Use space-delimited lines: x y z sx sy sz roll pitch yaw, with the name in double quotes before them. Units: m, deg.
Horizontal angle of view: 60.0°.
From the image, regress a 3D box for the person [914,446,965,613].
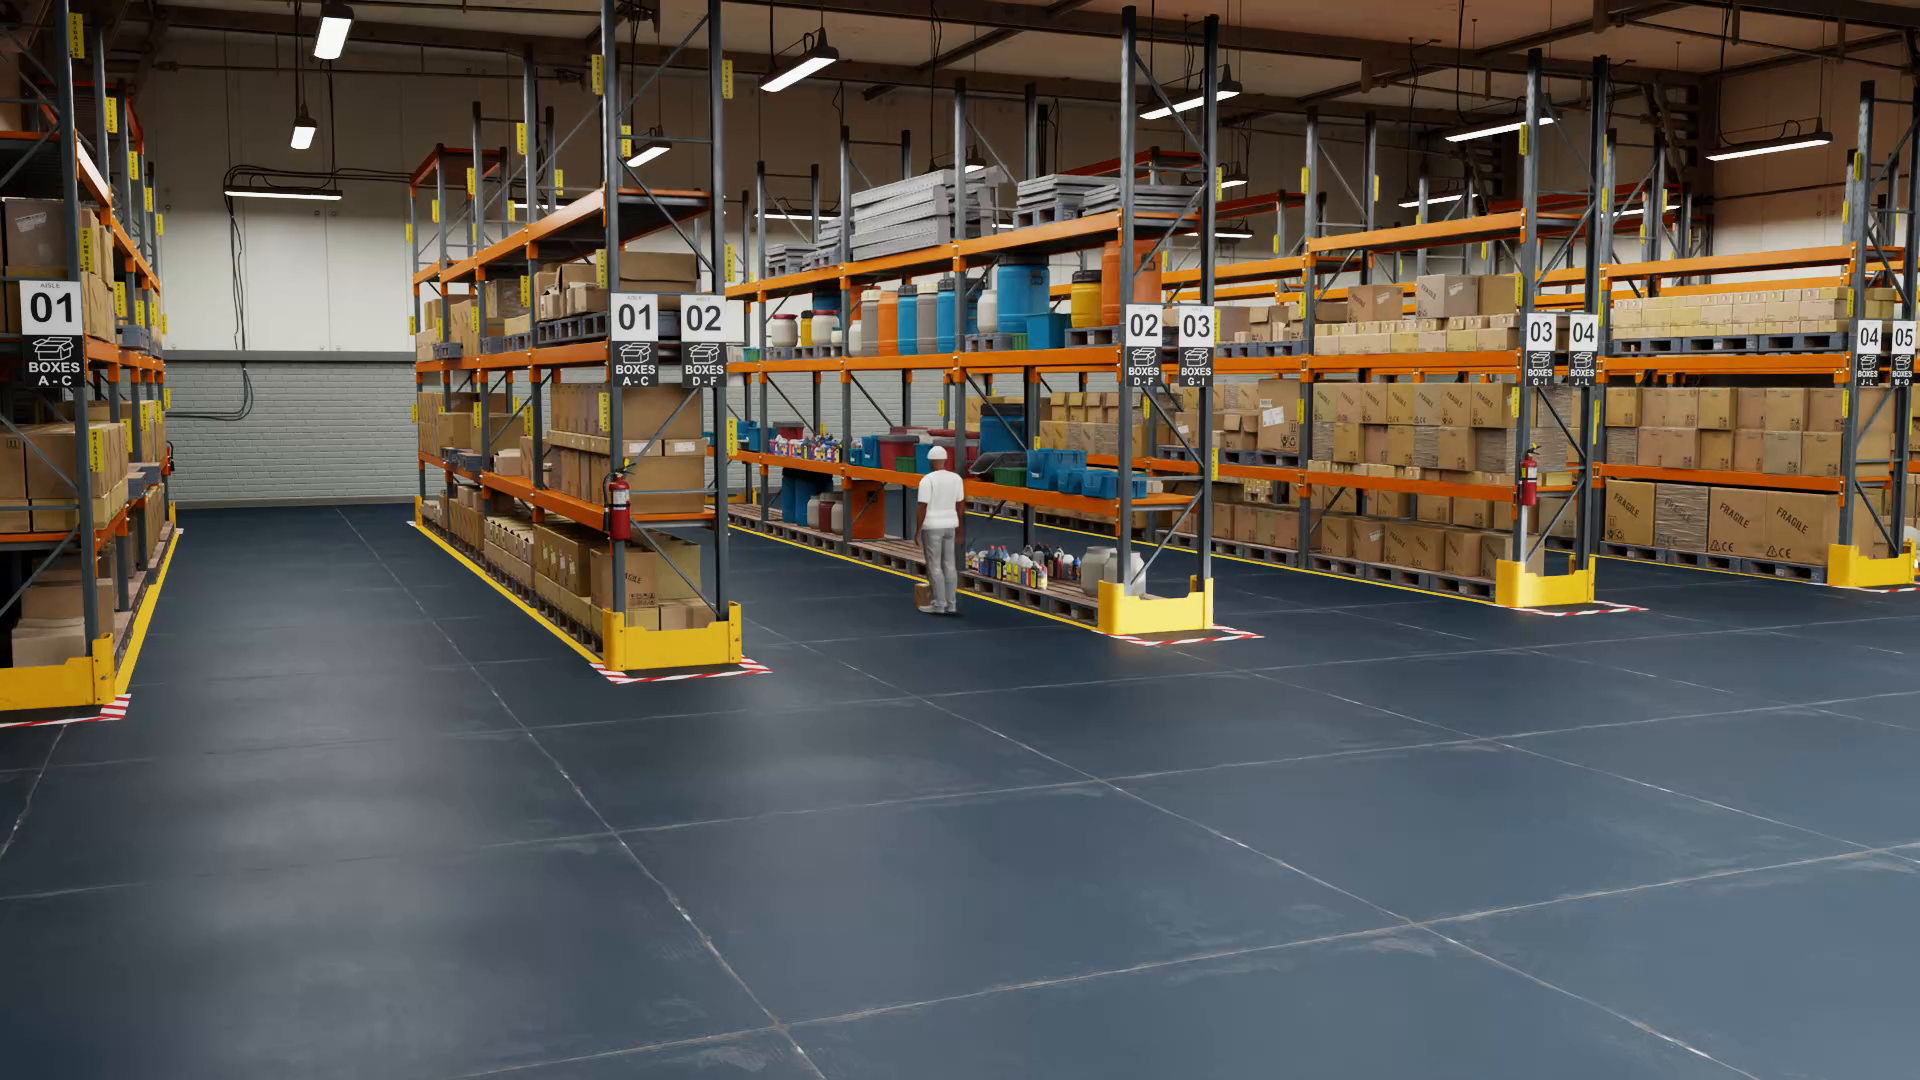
"person" -0.220 -0.117 17.683 0.605 1.766 0.360 -4 7 -36
